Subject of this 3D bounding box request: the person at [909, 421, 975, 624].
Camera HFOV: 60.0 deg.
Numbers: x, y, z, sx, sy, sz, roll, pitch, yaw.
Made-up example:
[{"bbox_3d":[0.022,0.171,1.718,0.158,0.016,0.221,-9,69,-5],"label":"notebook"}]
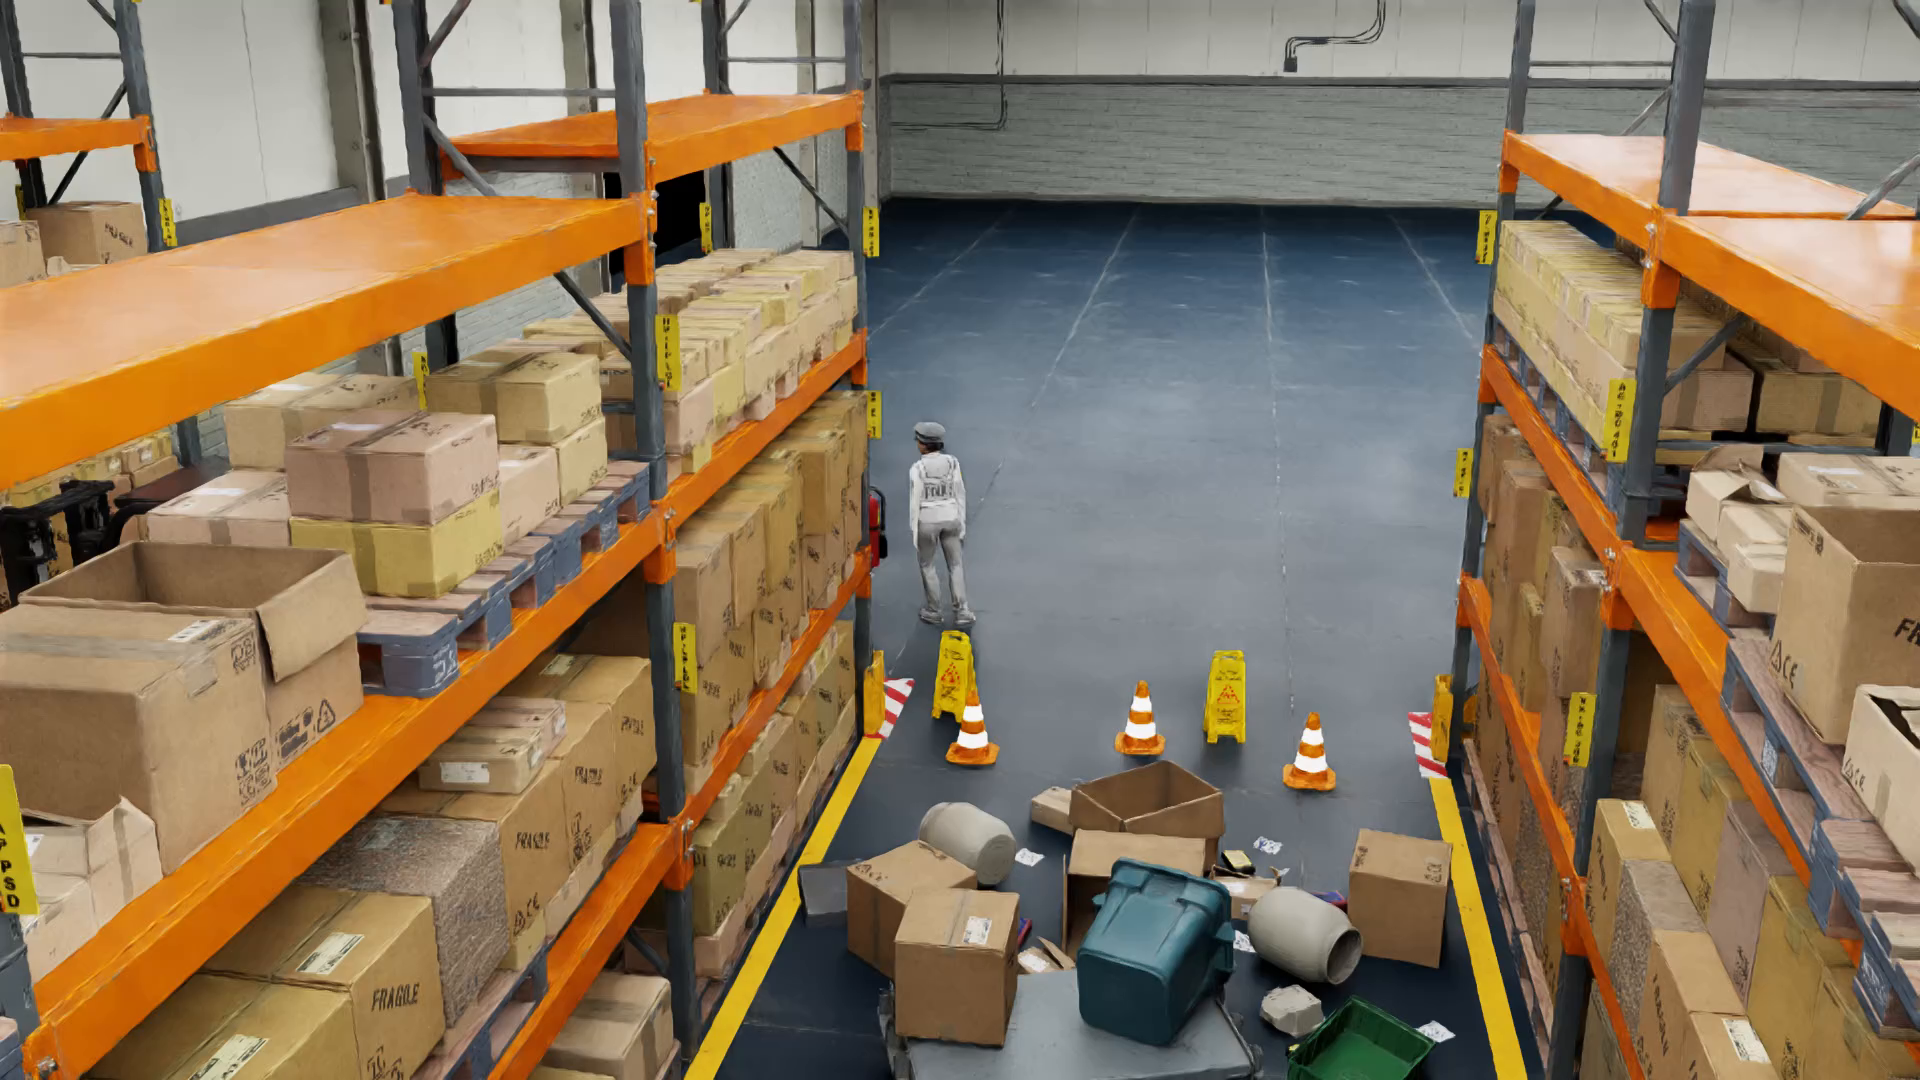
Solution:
[{"bbox_3d":[-0.157,-0.102,13.349,0.509,1.667,0.561,-8,19,-22],"label":"person"}]
